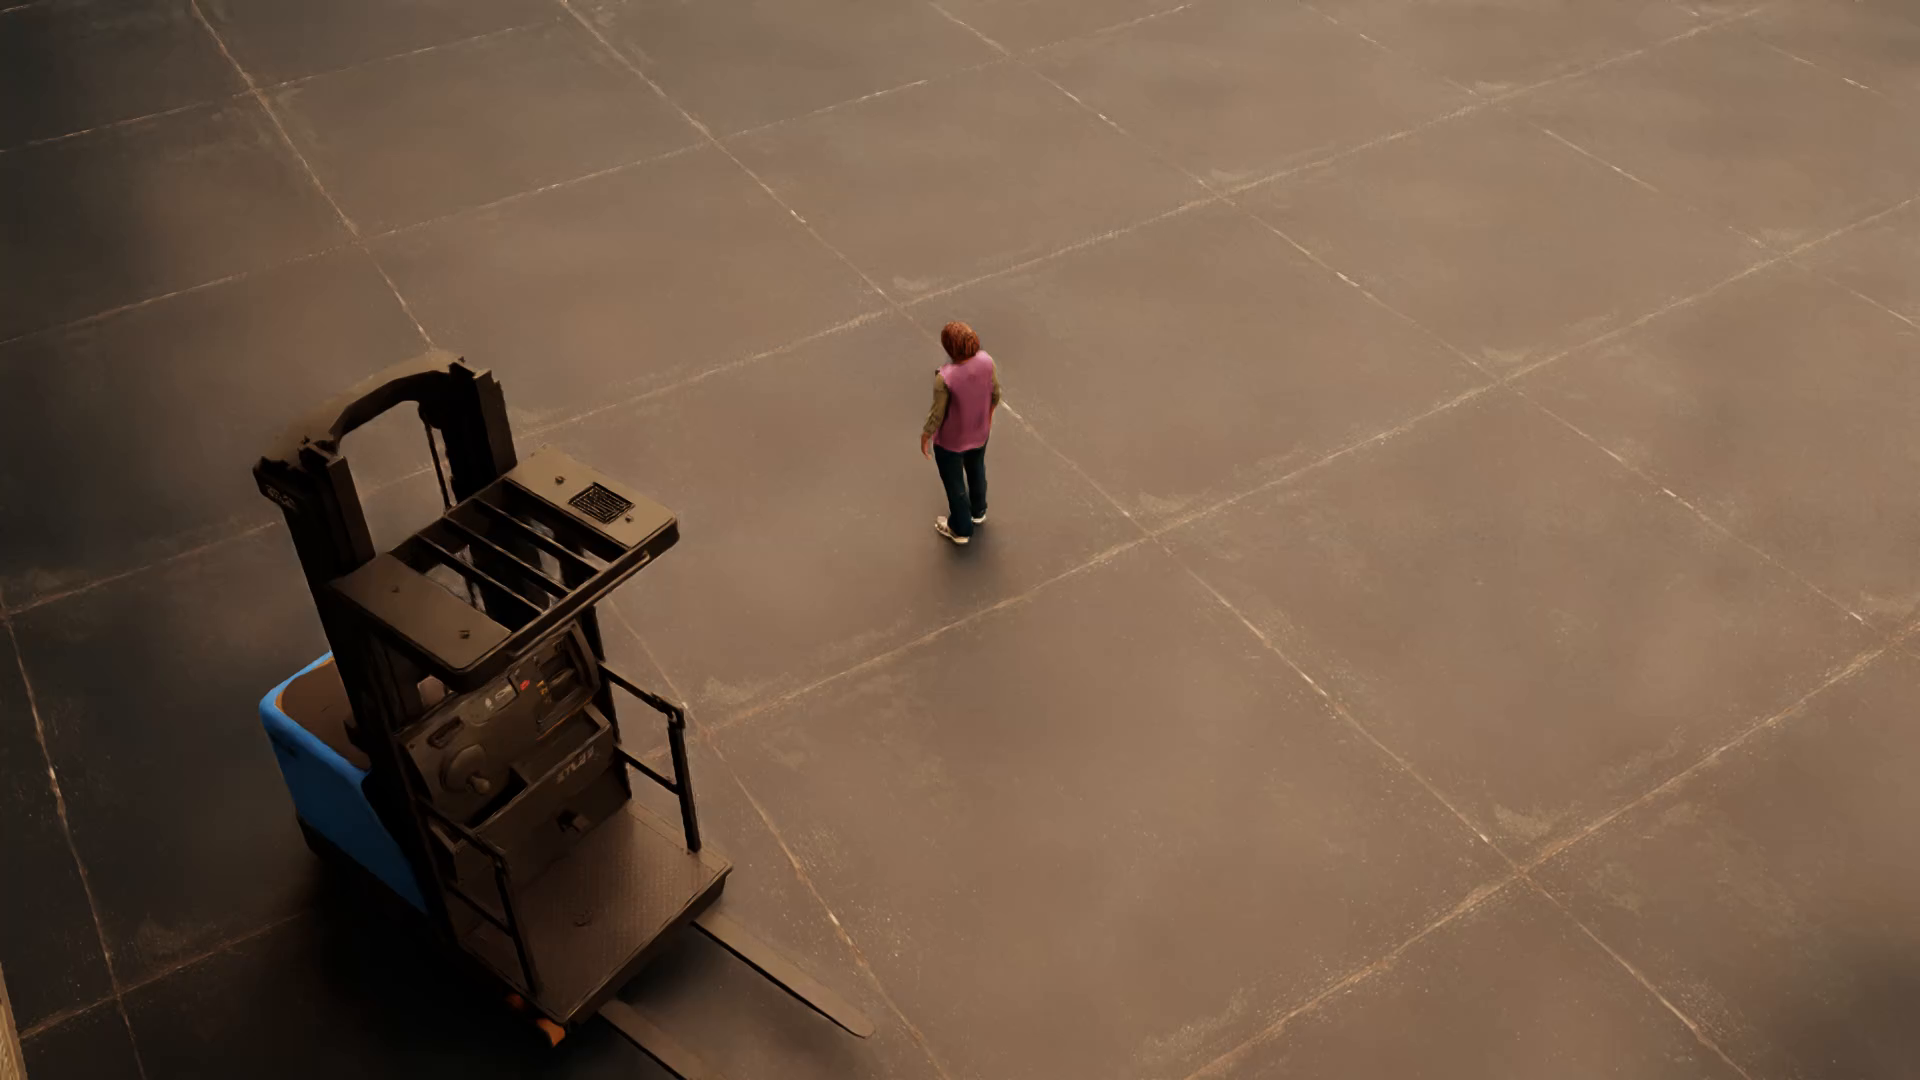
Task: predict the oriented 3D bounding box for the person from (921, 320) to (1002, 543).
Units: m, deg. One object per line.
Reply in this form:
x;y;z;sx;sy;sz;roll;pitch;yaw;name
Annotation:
-0.028;-0.653;9.621;0.520;1.597;0.474;-23;46;-24;person

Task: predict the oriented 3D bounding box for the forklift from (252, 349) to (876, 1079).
-1.770;0.779;6.979;3.031;2.935;1.130;27;48;27;forklift
